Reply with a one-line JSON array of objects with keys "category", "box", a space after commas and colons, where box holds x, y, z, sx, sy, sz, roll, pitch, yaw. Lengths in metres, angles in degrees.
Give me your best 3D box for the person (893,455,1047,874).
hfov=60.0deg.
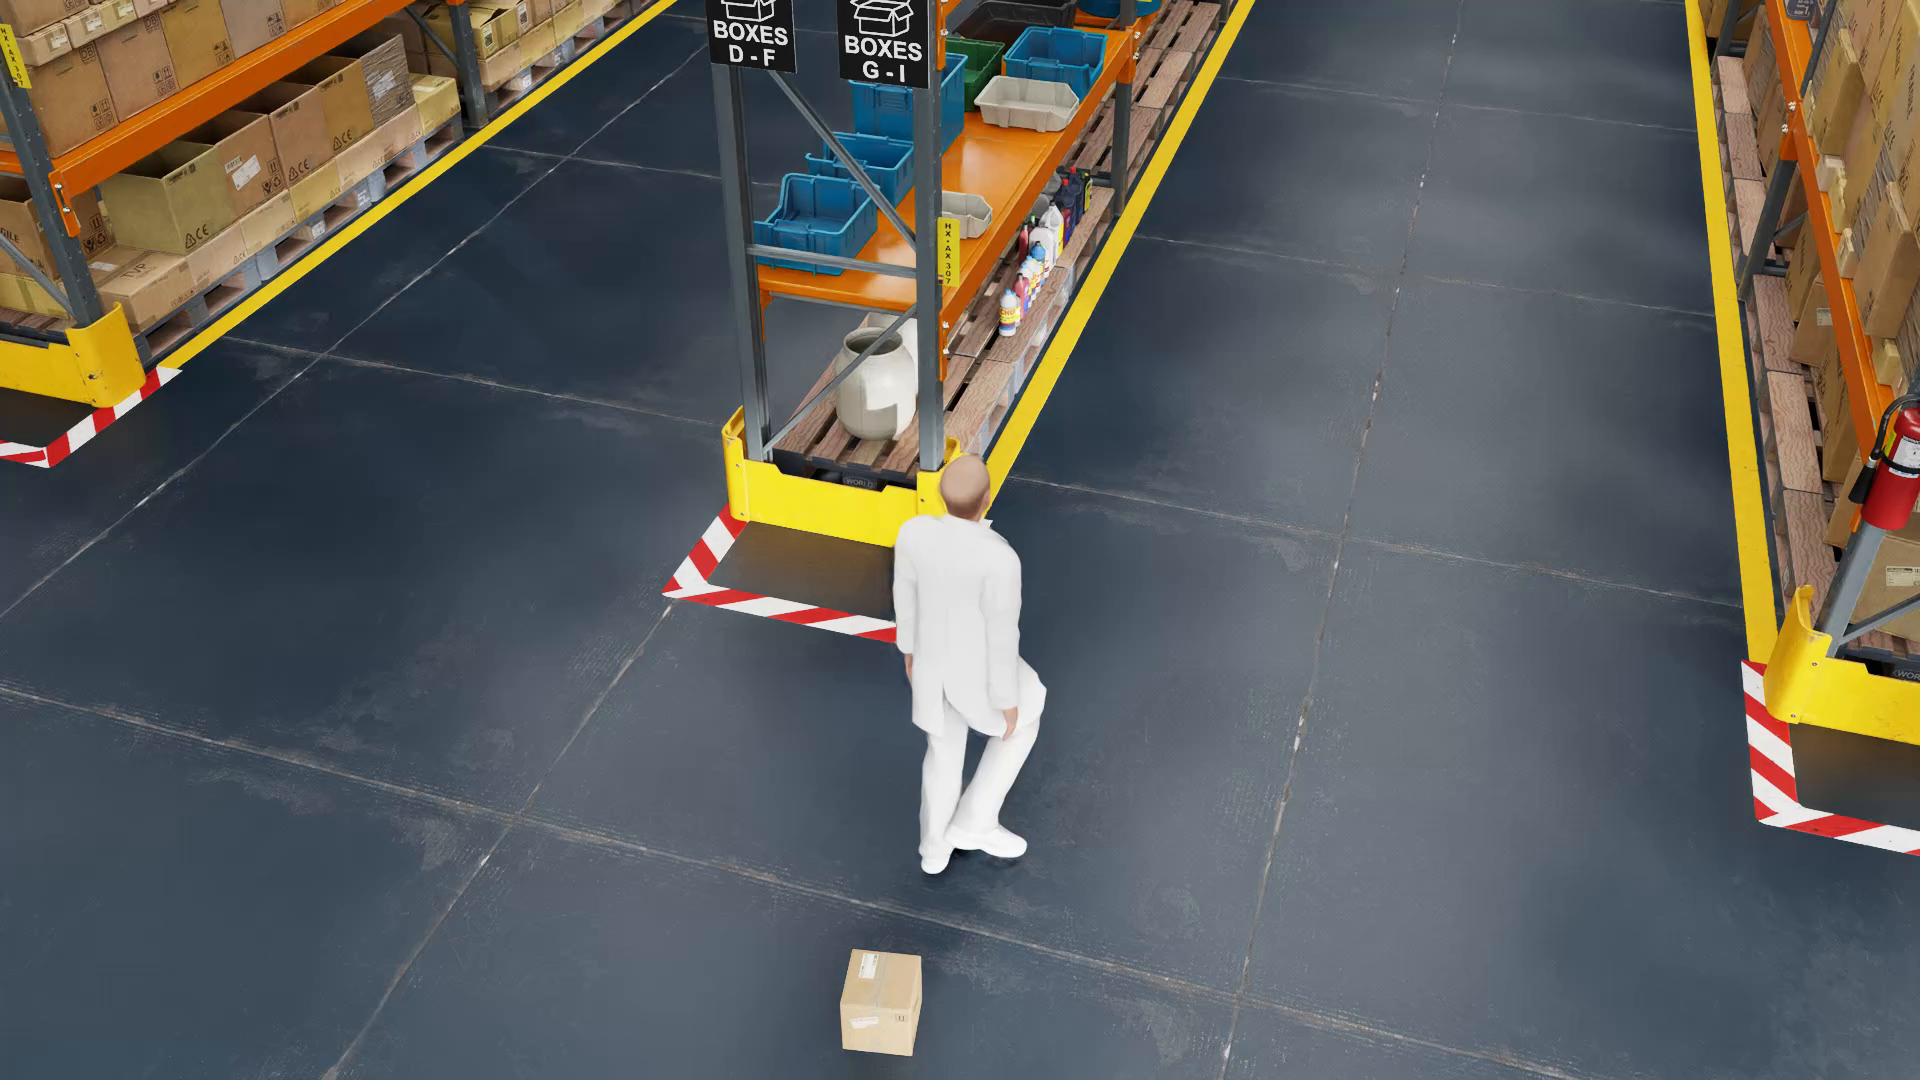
[{"category": "person", "box": [0.009, 0.481, 6.223, 0.610, 1.764, 0.534, 21, 41, 26]}]
